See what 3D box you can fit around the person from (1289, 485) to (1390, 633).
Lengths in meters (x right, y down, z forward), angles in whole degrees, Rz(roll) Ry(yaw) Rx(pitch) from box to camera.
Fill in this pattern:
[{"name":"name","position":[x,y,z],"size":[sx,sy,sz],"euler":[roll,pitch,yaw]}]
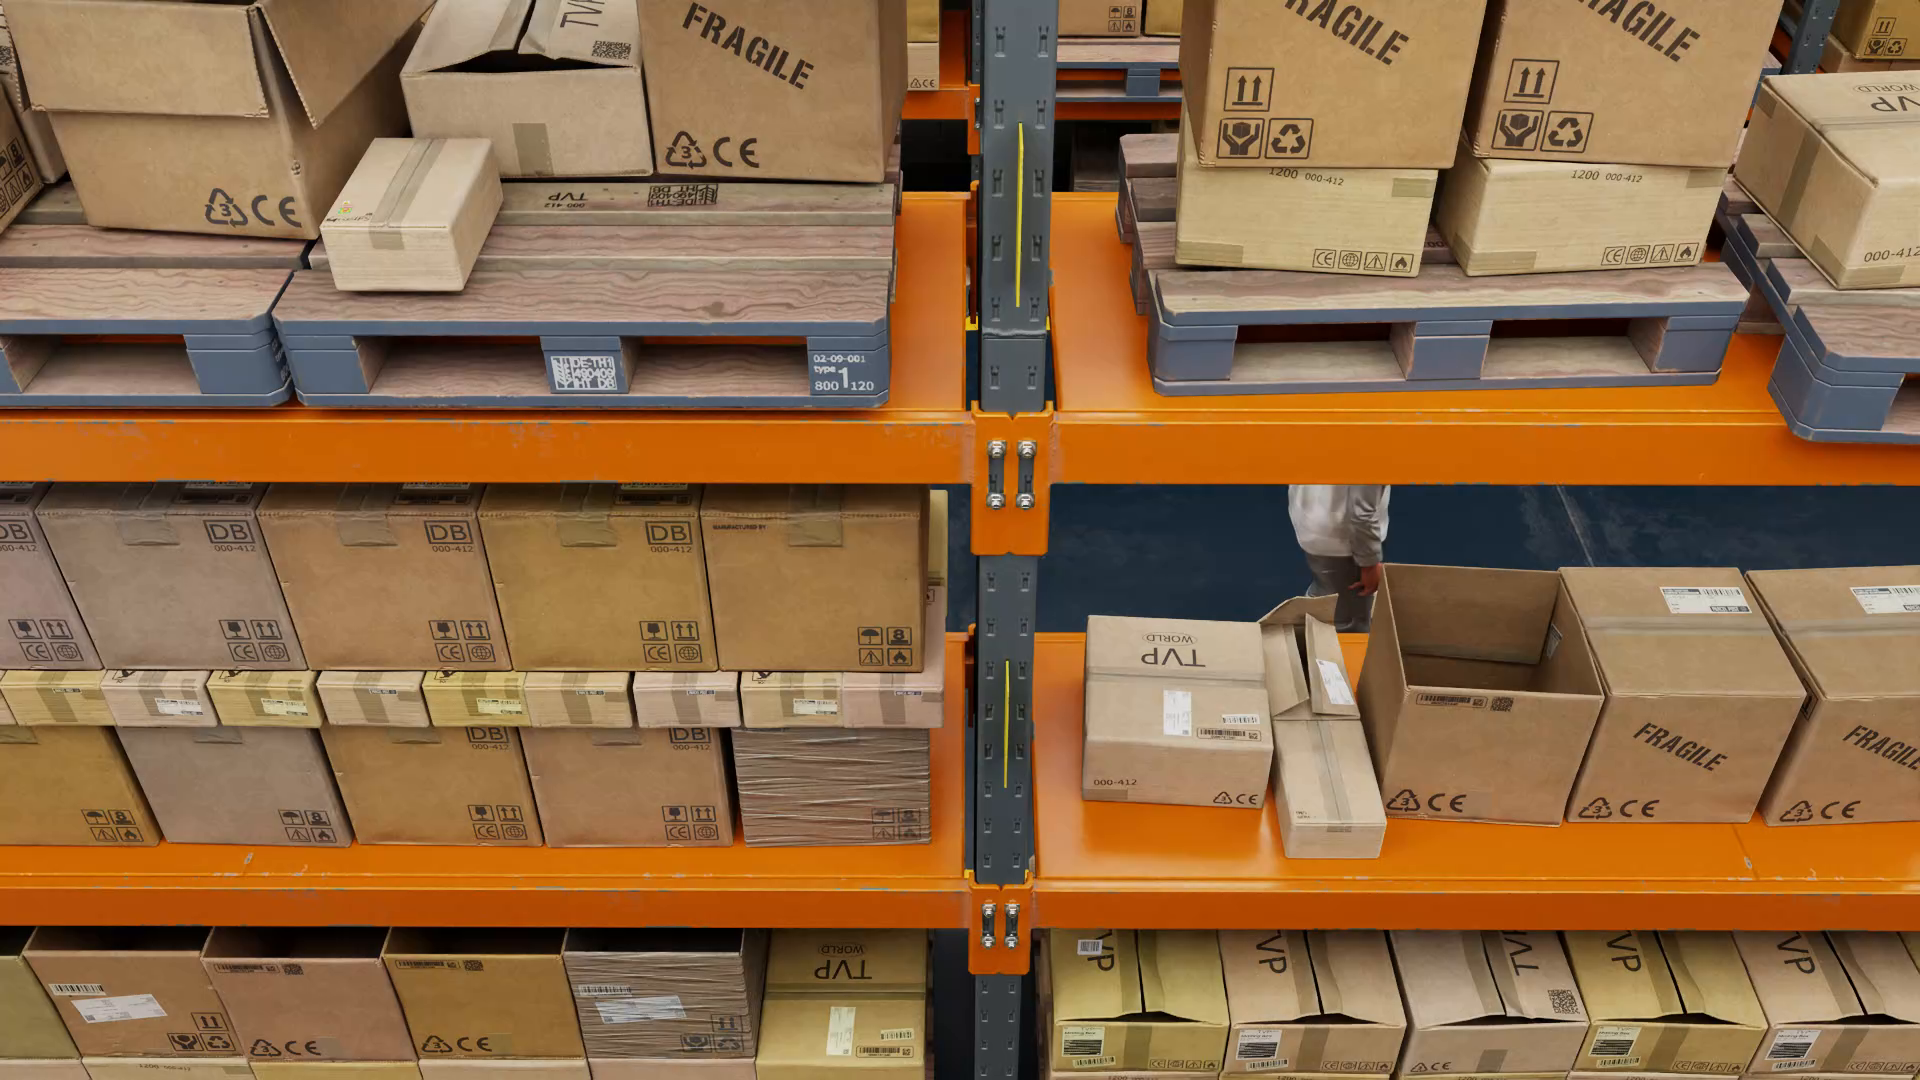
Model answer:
[{"name":"person","position":[1.456,-0.061,6.211],"size":[0.466,1.768,0.587],"euler":[-1,39,-1]}]
